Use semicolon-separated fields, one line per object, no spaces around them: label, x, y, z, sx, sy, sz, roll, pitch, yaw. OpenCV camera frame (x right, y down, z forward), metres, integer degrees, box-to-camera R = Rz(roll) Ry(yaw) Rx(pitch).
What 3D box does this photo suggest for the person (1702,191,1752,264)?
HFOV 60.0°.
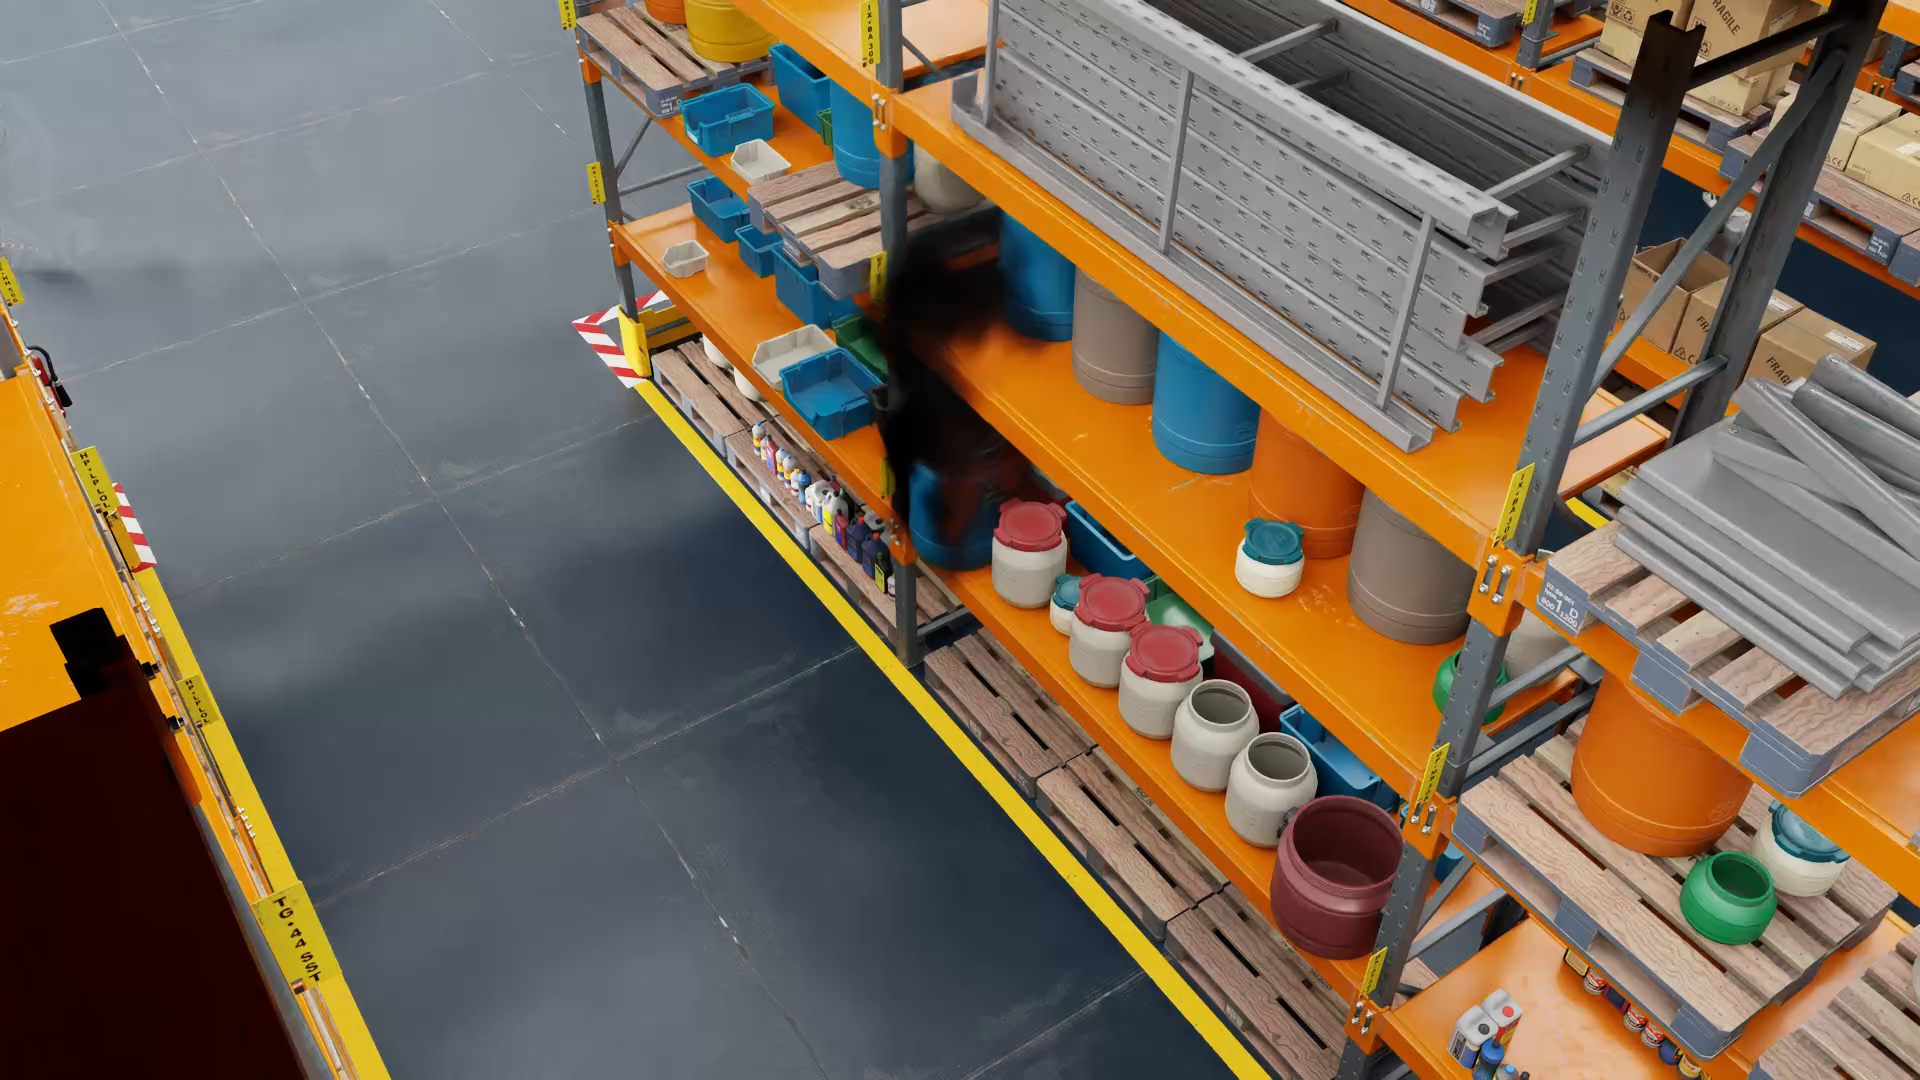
person;6.125;-2.457;13.178;0.615;1.716;0.796;-30;50;-28
